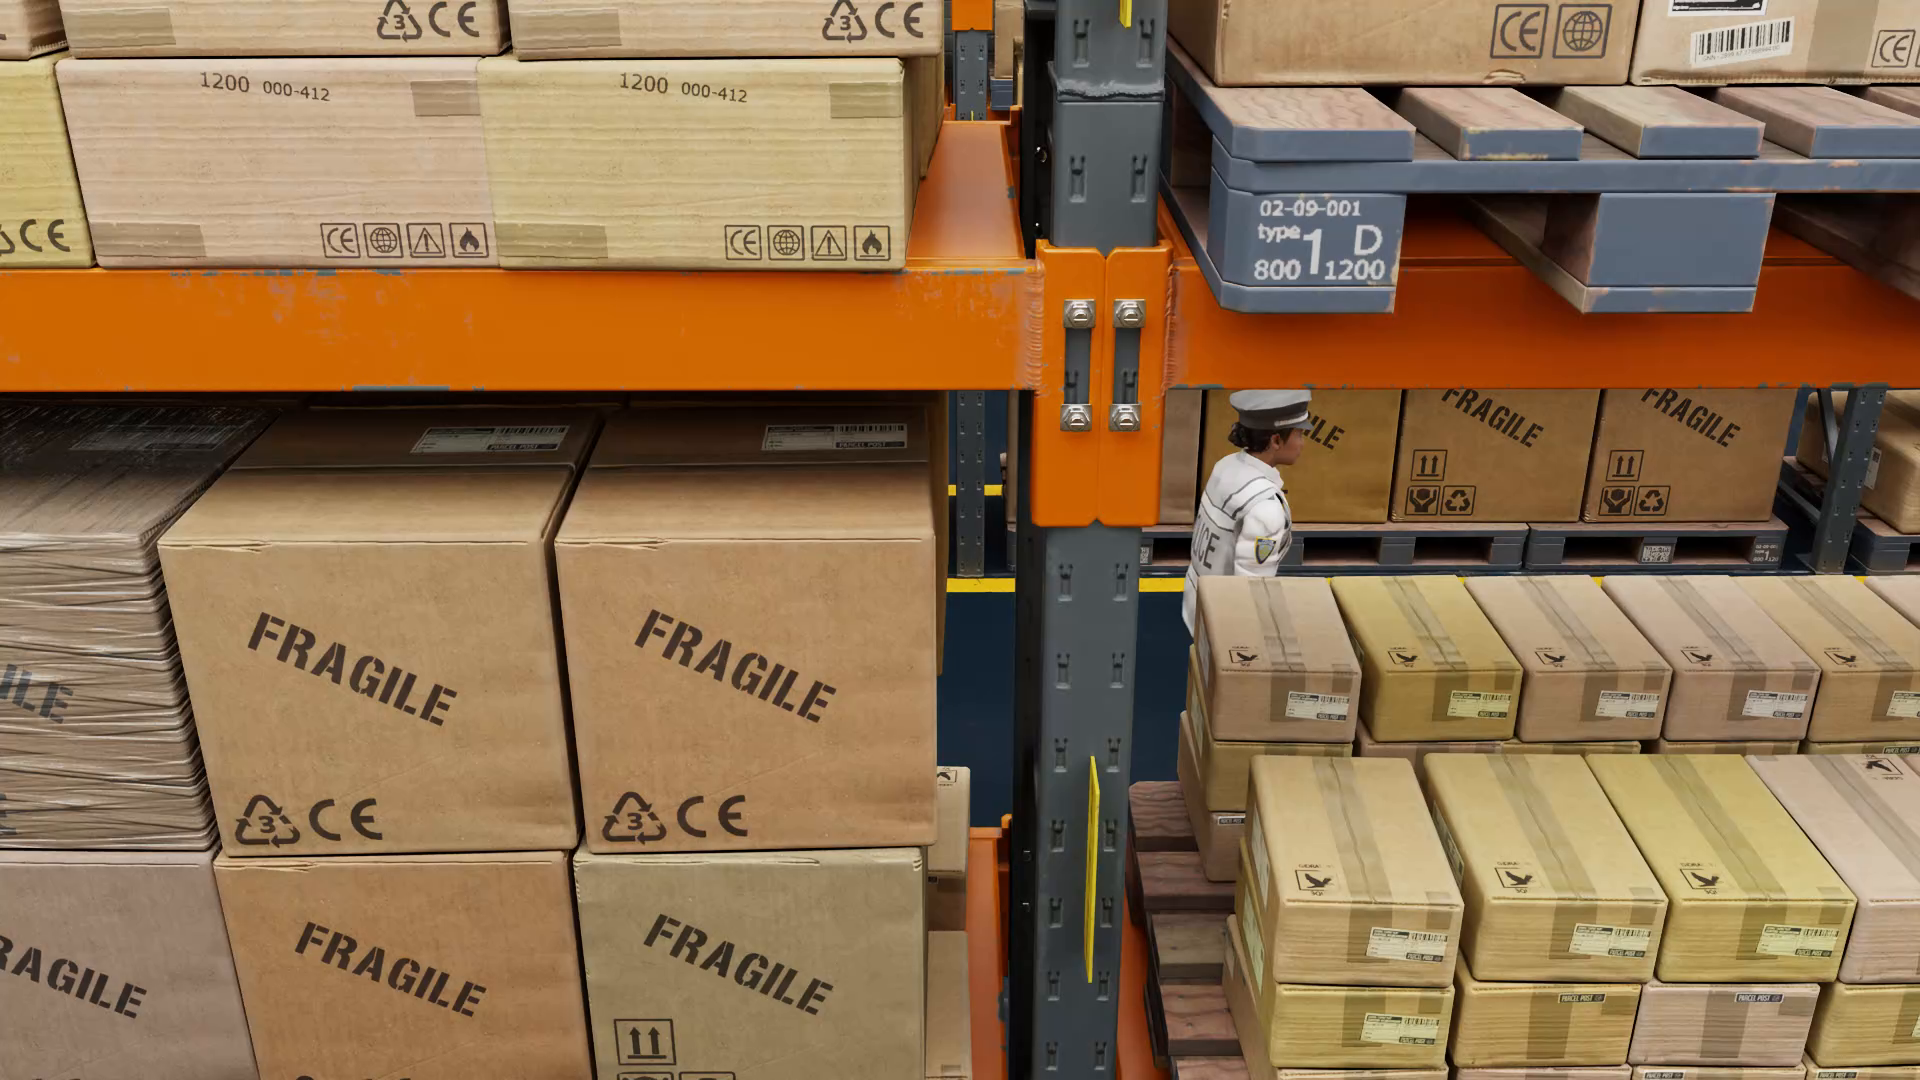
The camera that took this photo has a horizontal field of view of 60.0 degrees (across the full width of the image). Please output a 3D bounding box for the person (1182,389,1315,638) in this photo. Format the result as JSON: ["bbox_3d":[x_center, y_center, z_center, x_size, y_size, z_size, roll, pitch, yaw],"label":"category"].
[{"bbox_3d":[0.919,0.297,5.437,0.370,1.666,0.545,-1,24,-3],"label":"person"}]
